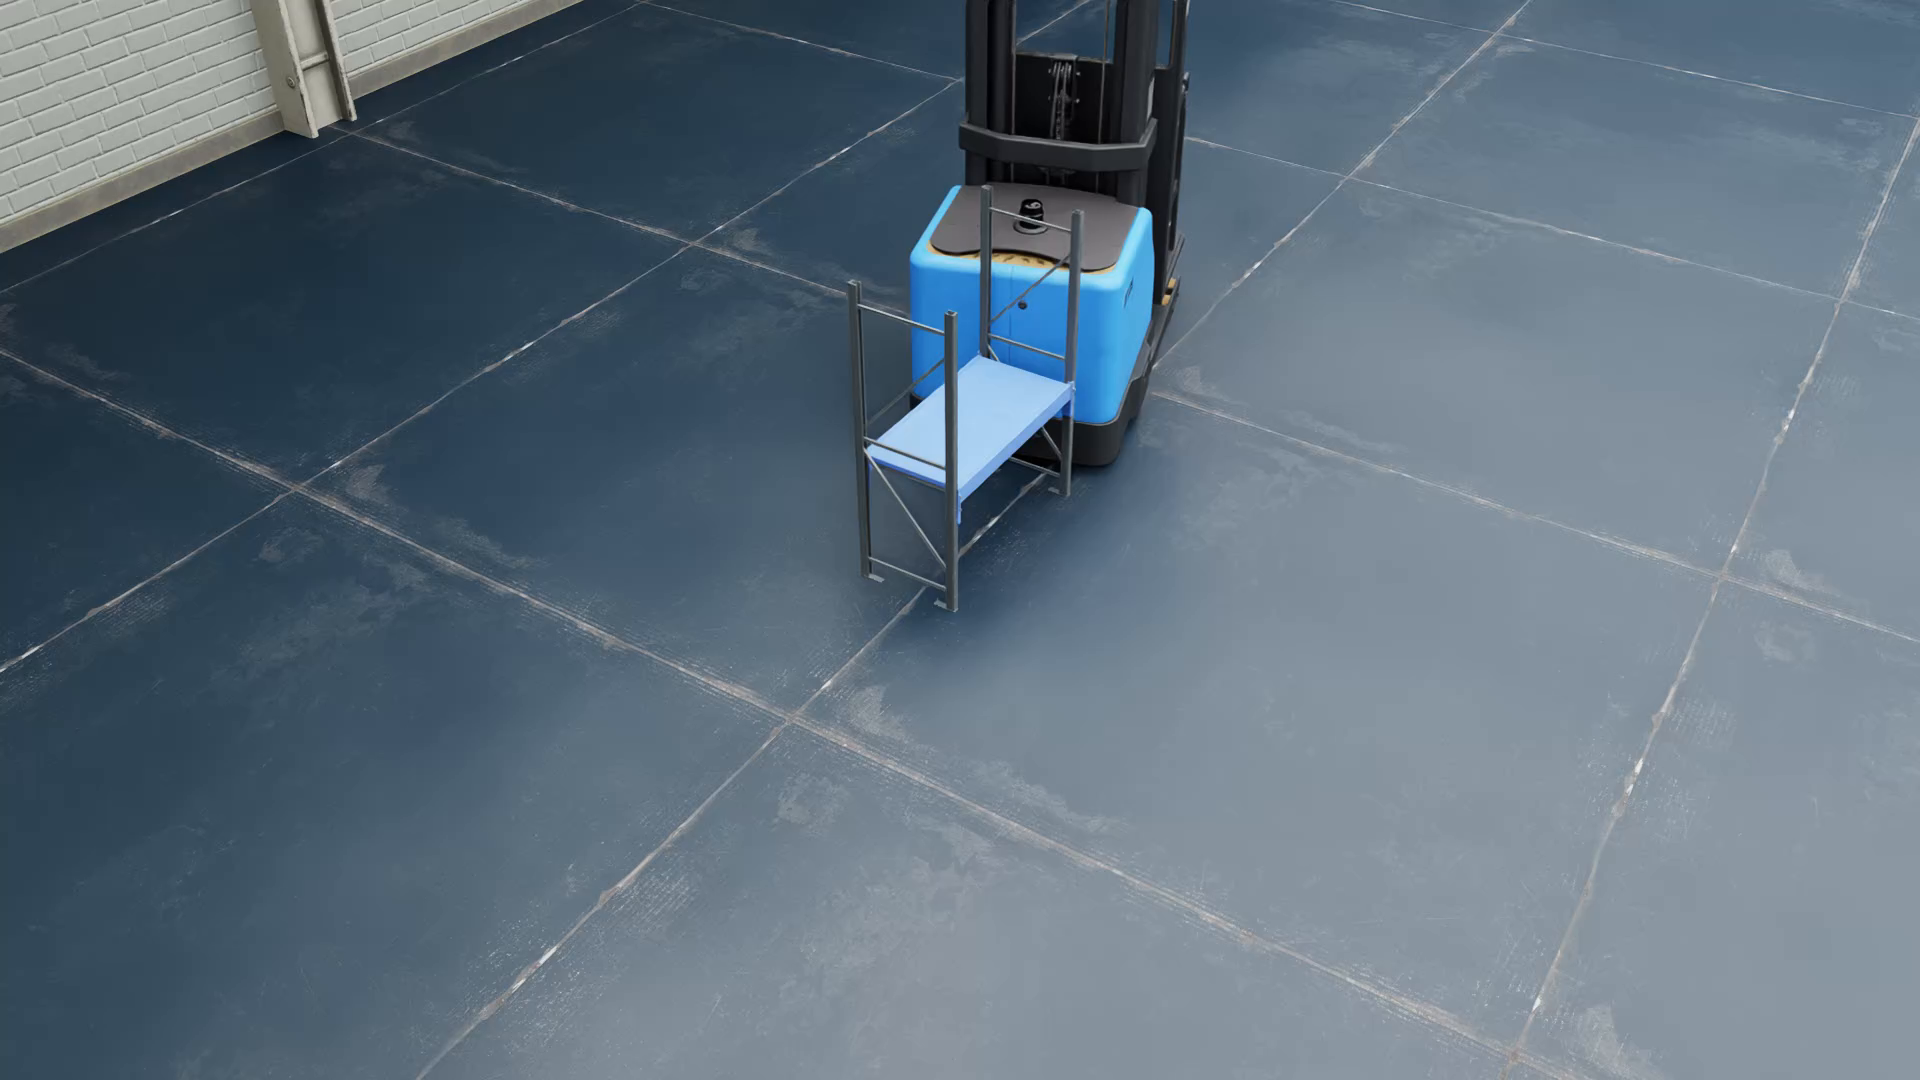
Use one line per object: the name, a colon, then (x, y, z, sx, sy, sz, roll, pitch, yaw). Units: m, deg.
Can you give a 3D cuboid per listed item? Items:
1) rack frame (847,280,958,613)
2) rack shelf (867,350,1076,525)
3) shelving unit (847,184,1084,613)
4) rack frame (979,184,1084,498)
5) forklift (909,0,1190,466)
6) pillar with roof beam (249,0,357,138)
rack frame: (-0.229, -0.358, 6.986, 0.500, 1.500, 0.032, 21, 42, 25)
rack shelf: (0.041, -0.479, 7.437, 0.538, 0.185, 1.000, 21, 42, 25)
shelving unit: (0.041, -0.621, 7.327, 0.538, 1.500, 1.048, 21, 42, 25)
rack frame: (0.311, -0.884, 7.669, 0.500, 1.500, 0.032, 21, 42, 25)
forklift: (0.629, -2.425, 8.495, 1.130, 2.935, 3.031, 9, 39, 12)
pillar with roof beam: (-0.783, -5.032, 6.908, 9.100, 9.000, 0.400, 21, 42, 25)
